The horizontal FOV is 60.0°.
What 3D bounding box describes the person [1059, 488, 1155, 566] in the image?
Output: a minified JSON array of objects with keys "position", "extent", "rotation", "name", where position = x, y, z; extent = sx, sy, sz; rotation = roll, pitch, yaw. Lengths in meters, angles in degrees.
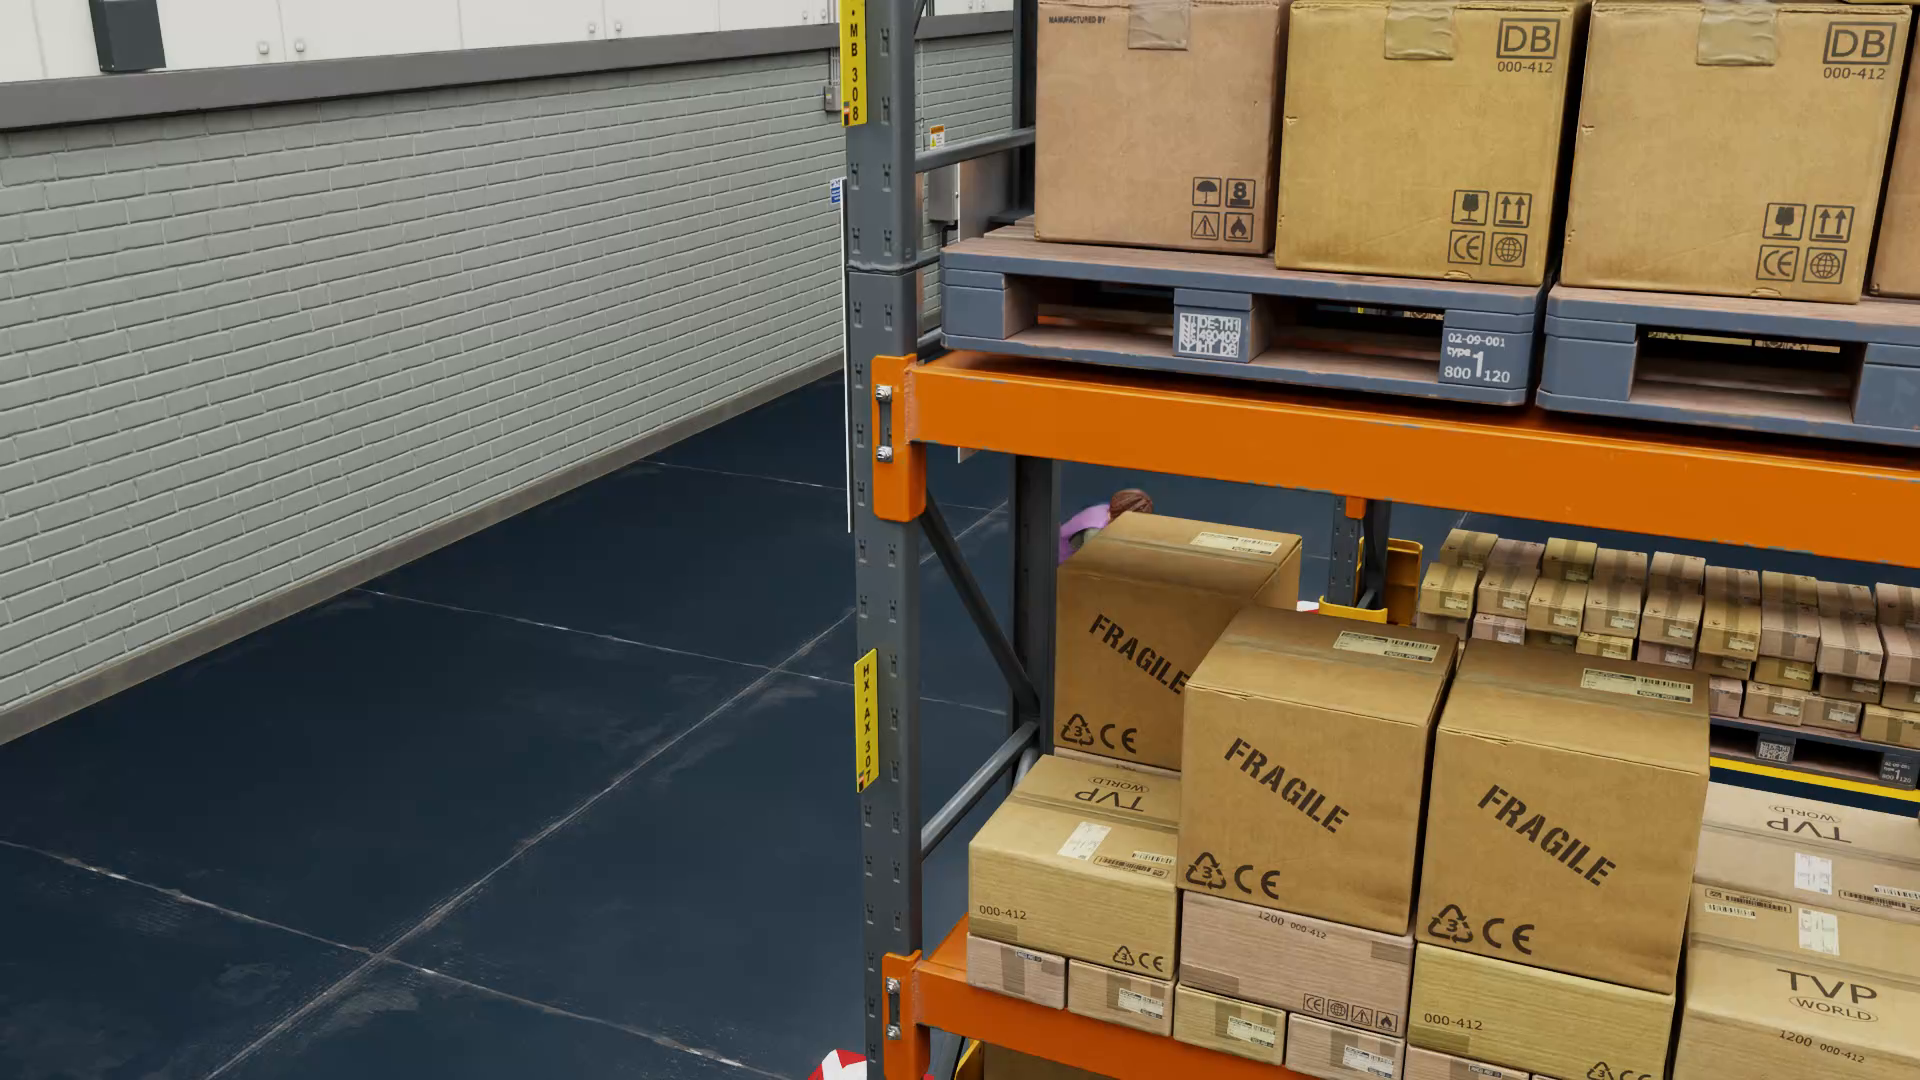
[{"position":[0.616,0.294,8.330],"extent":[0.701,1.214,0.462],"rotation":[9,21,23],"name":"person"}]
